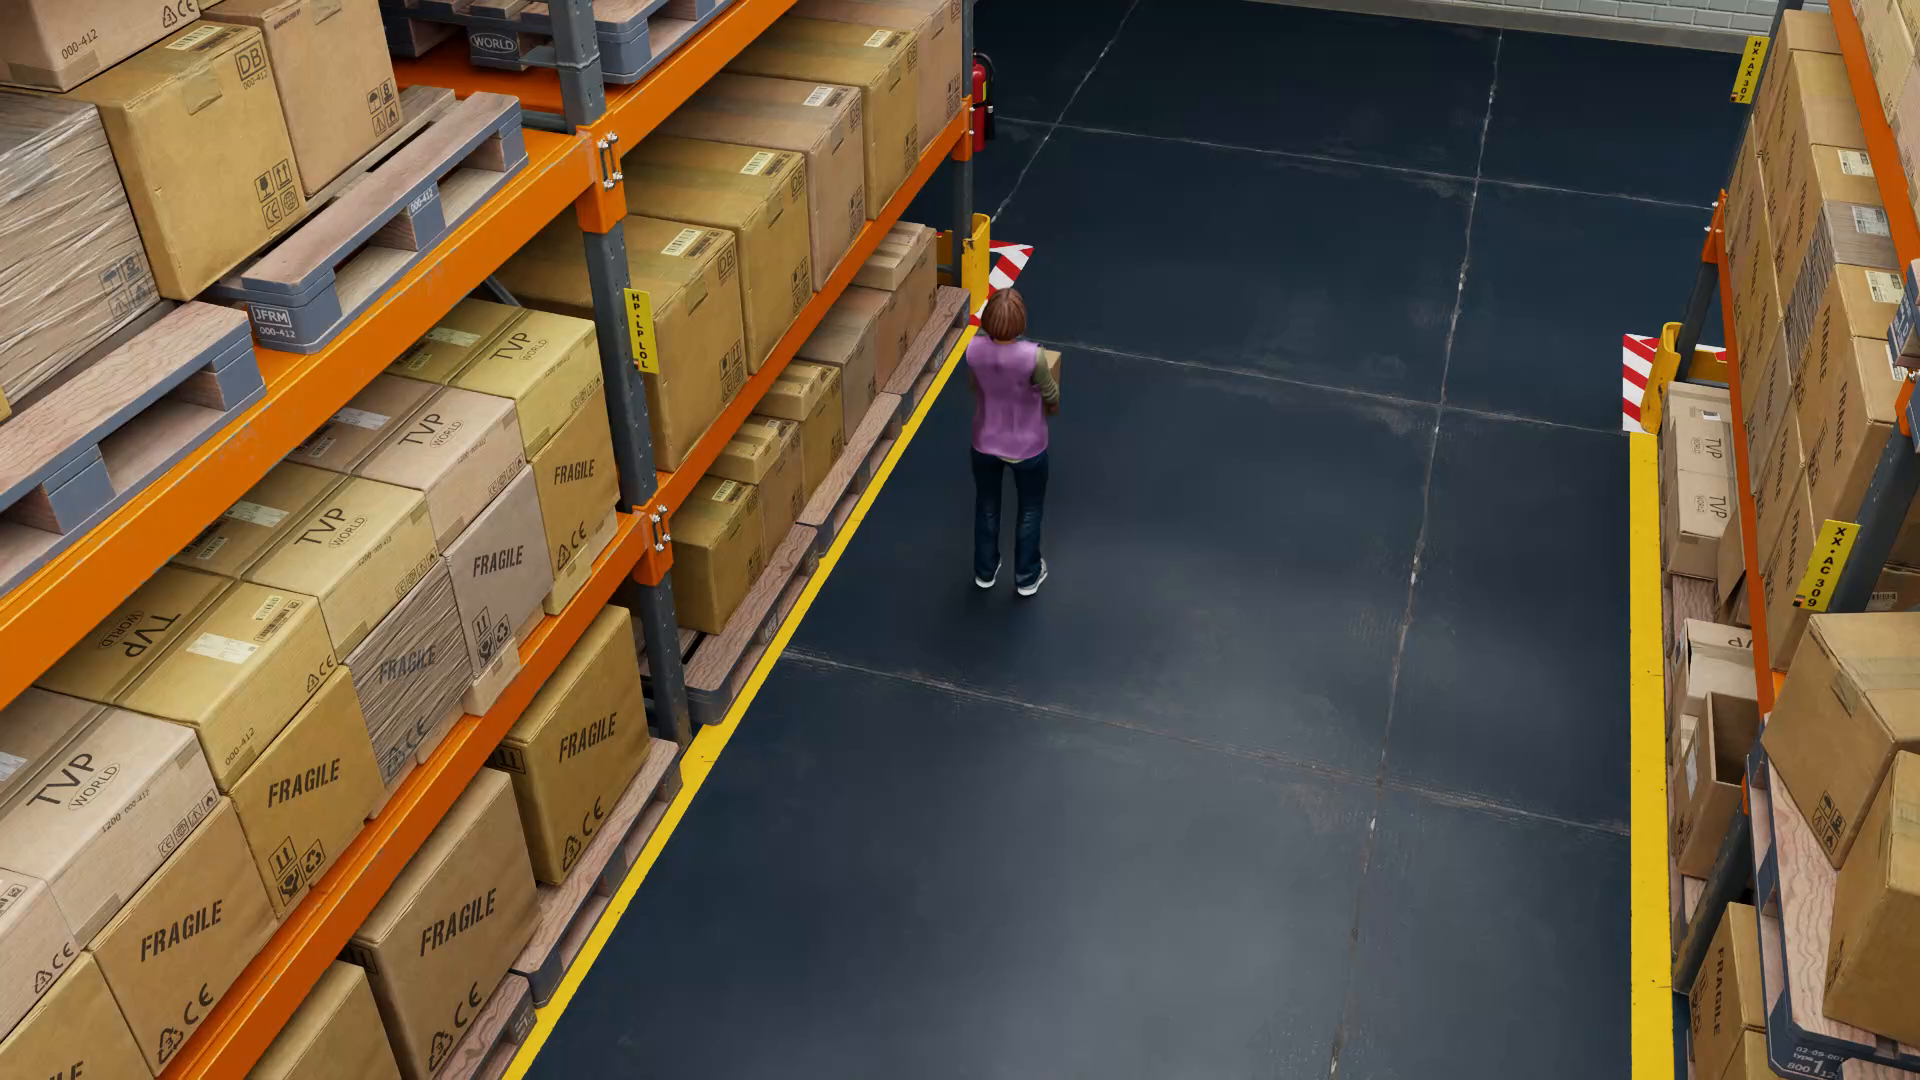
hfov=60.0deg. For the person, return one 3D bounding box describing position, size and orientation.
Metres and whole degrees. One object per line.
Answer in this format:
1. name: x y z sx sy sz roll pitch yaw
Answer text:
1. person: 0.238 -0.475 7.510 0.428 1.600 0.467 11 39 14
